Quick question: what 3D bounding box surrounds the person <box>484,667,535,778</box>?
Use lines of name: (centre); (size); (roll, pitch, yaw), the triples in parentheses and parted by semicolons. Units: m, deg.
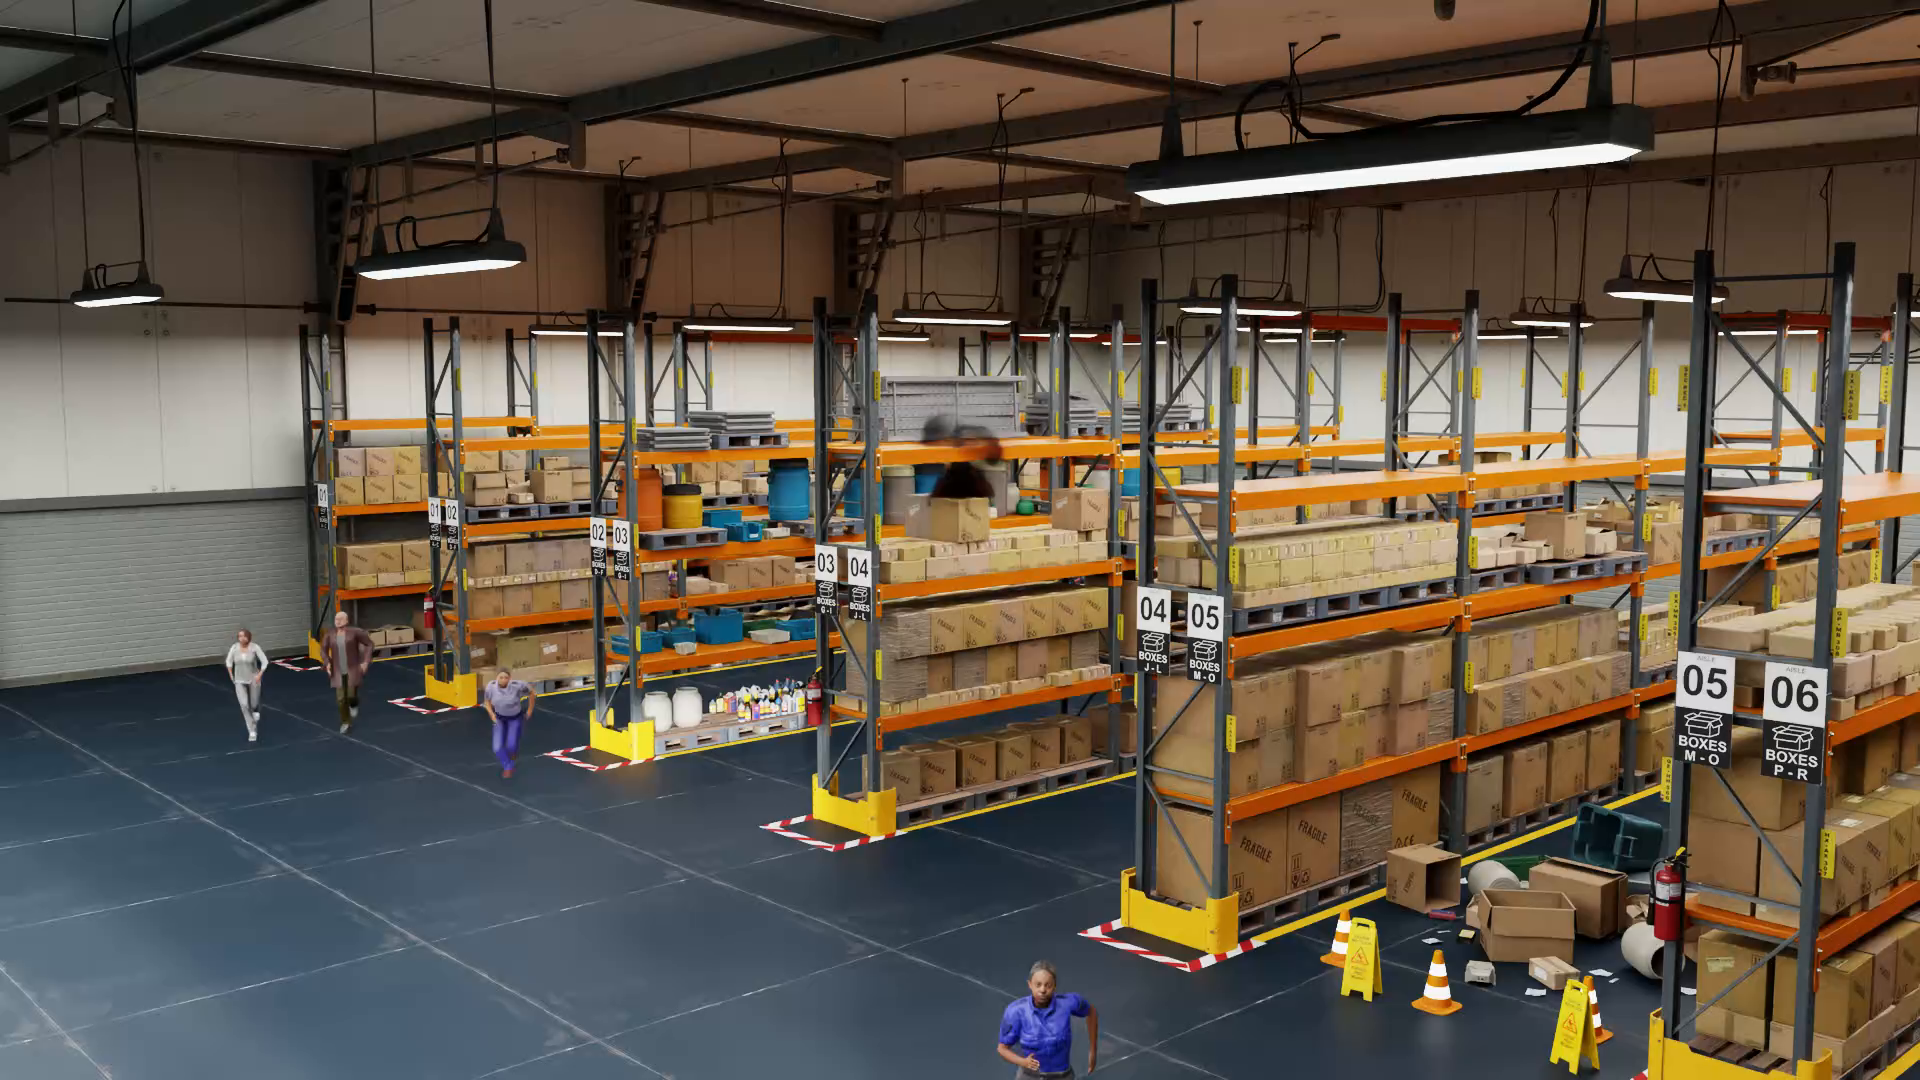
person: (-5.729, 2.308, 21.205); (0.624, 1.502, 0.802); (-1, 6, -6)

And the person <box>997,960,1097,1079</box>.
person: (0.530, 3.338, 10.105); (0.599, 1.681, 0.829); (0, 6, 5)

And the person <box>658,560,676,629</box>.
person: (-5.501, 1.157, 31.059); (0.733, 1.755, 0.812); (5, 8, 43)

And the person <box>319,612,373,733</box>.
person: (-8.846, 1.891, 23.978); (0.732, 1.750, 0.706); (-1, 6, -7)

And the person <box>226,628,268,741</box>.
person: (-10.110, 2.034, 23.594); (0.559, 1.549, 0.695); (-2, 6, -15)
